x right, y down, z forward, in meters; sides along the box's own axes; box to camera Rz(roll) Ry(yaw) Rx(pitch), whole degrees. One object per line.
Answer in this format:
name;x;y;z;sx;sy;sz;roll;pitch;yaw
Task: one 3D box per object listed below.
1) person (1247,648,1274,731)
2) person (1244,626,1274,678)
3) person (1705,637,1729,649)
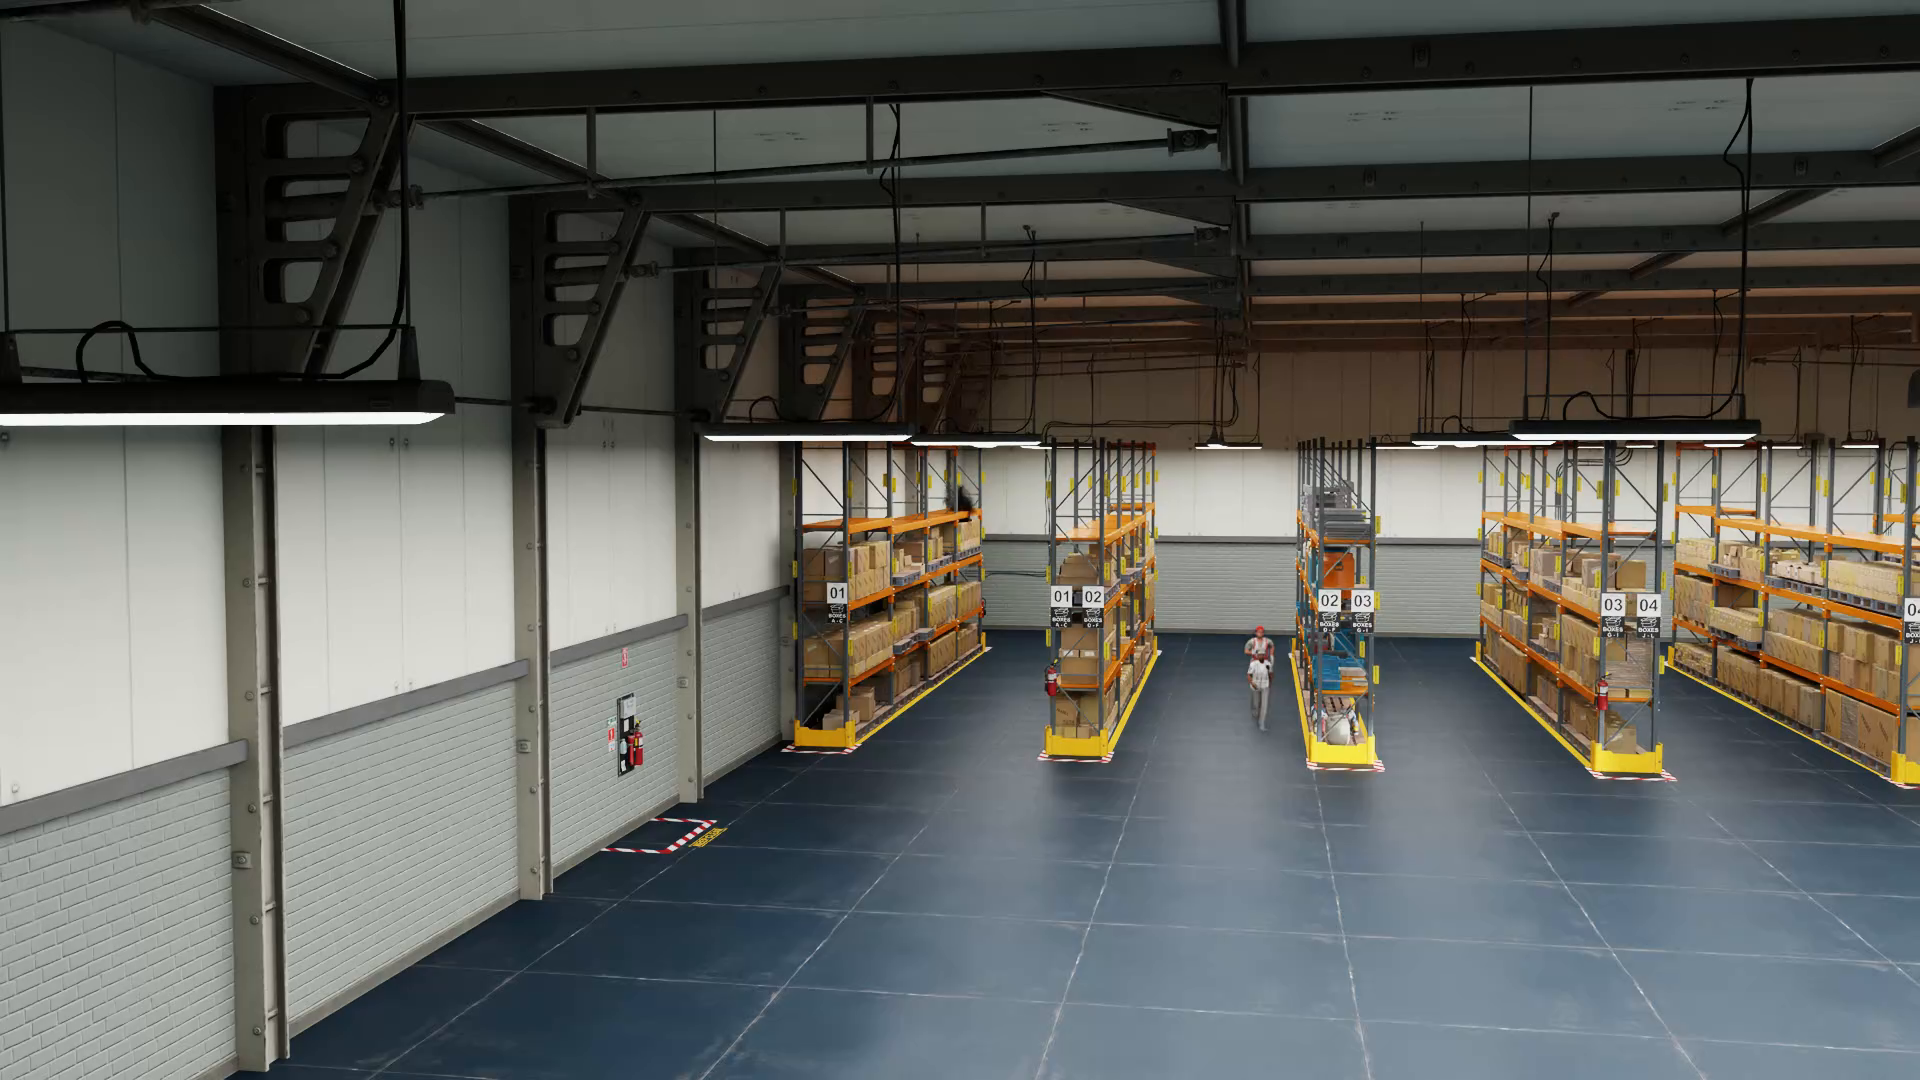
person;6.253;3.082;34.605;0.557;1.693;0.963;0;3;9
person;6.719;2.827;37.349;0.680;1.820;0.900;0;3;5
person;20.657;2.500;45.416;0.764;1.688;0.710;3;4;43
